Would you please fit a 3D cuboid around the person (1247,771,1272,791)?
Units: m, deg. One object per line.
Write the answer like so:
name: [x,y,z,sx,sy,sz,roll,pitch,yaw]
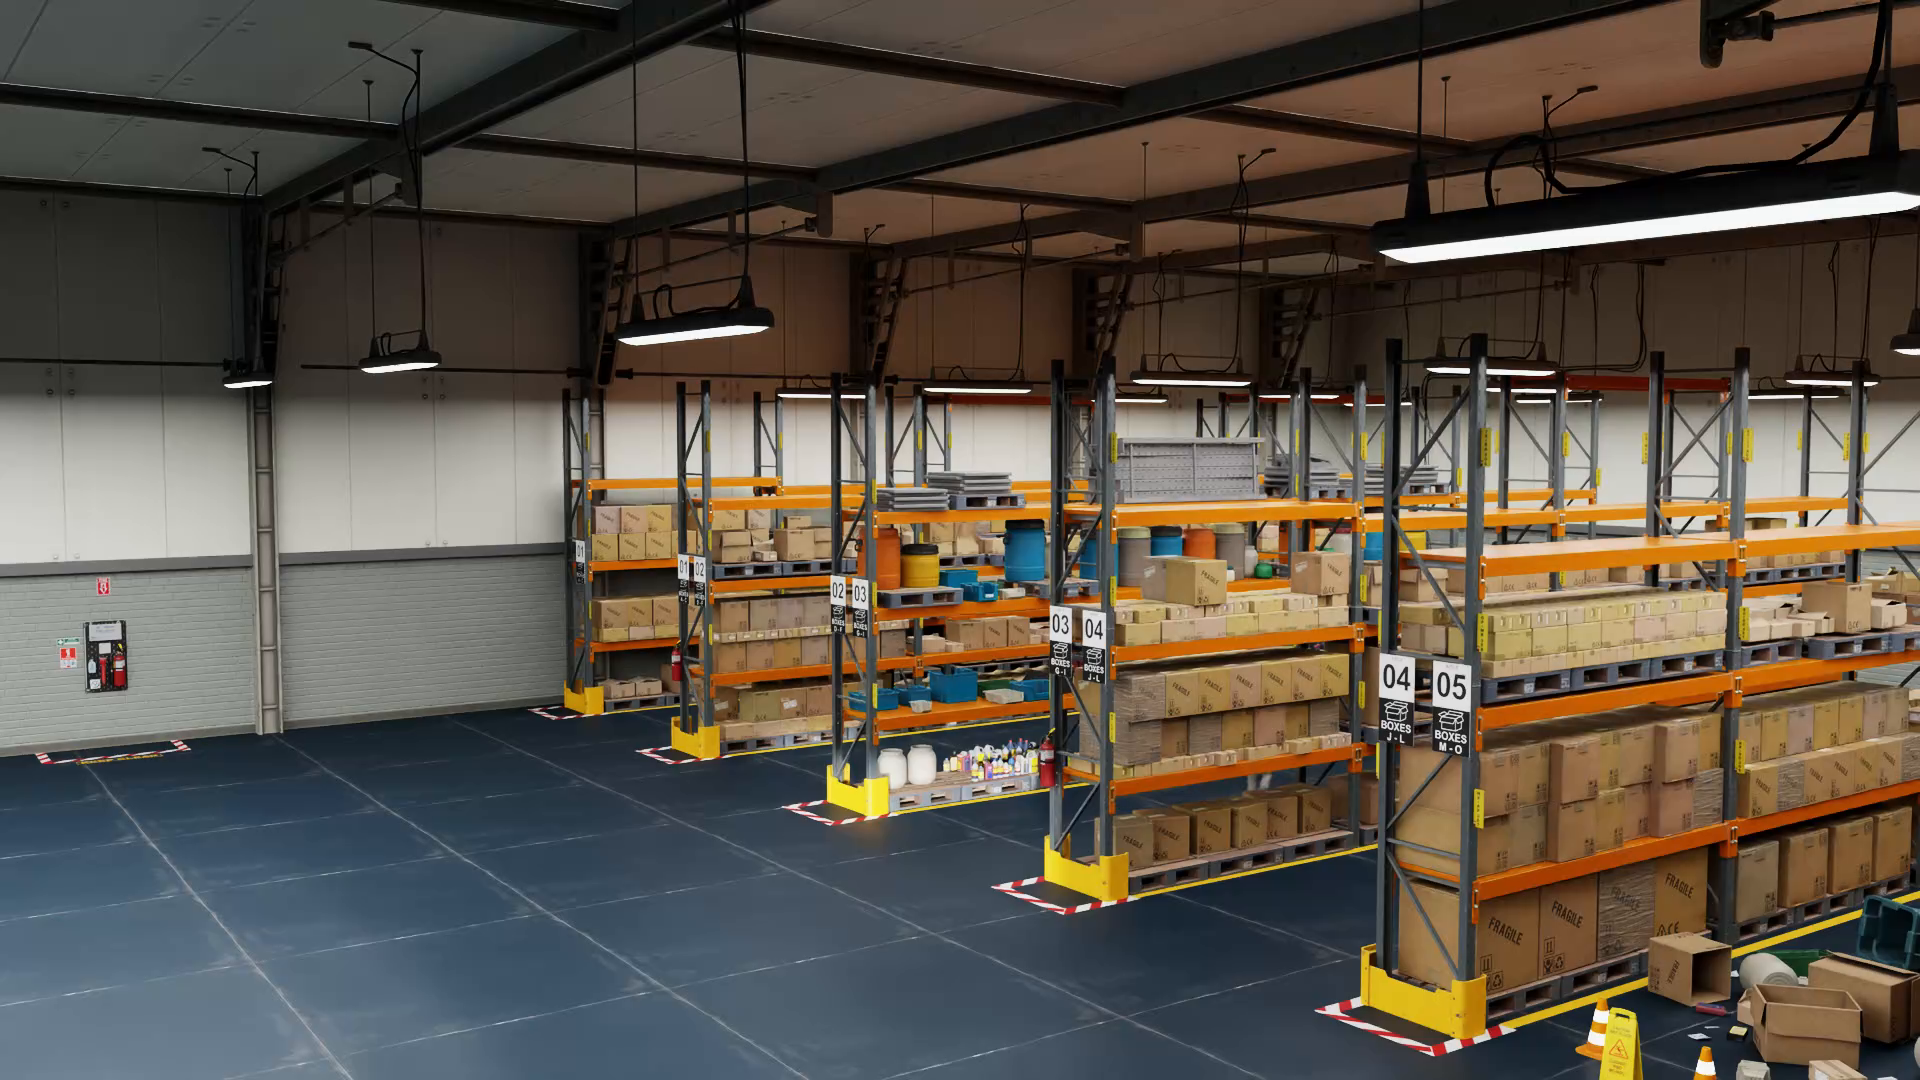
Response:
person: [4.035,2.859,22.499,0.464,1.685,0.480,1,4,15]
